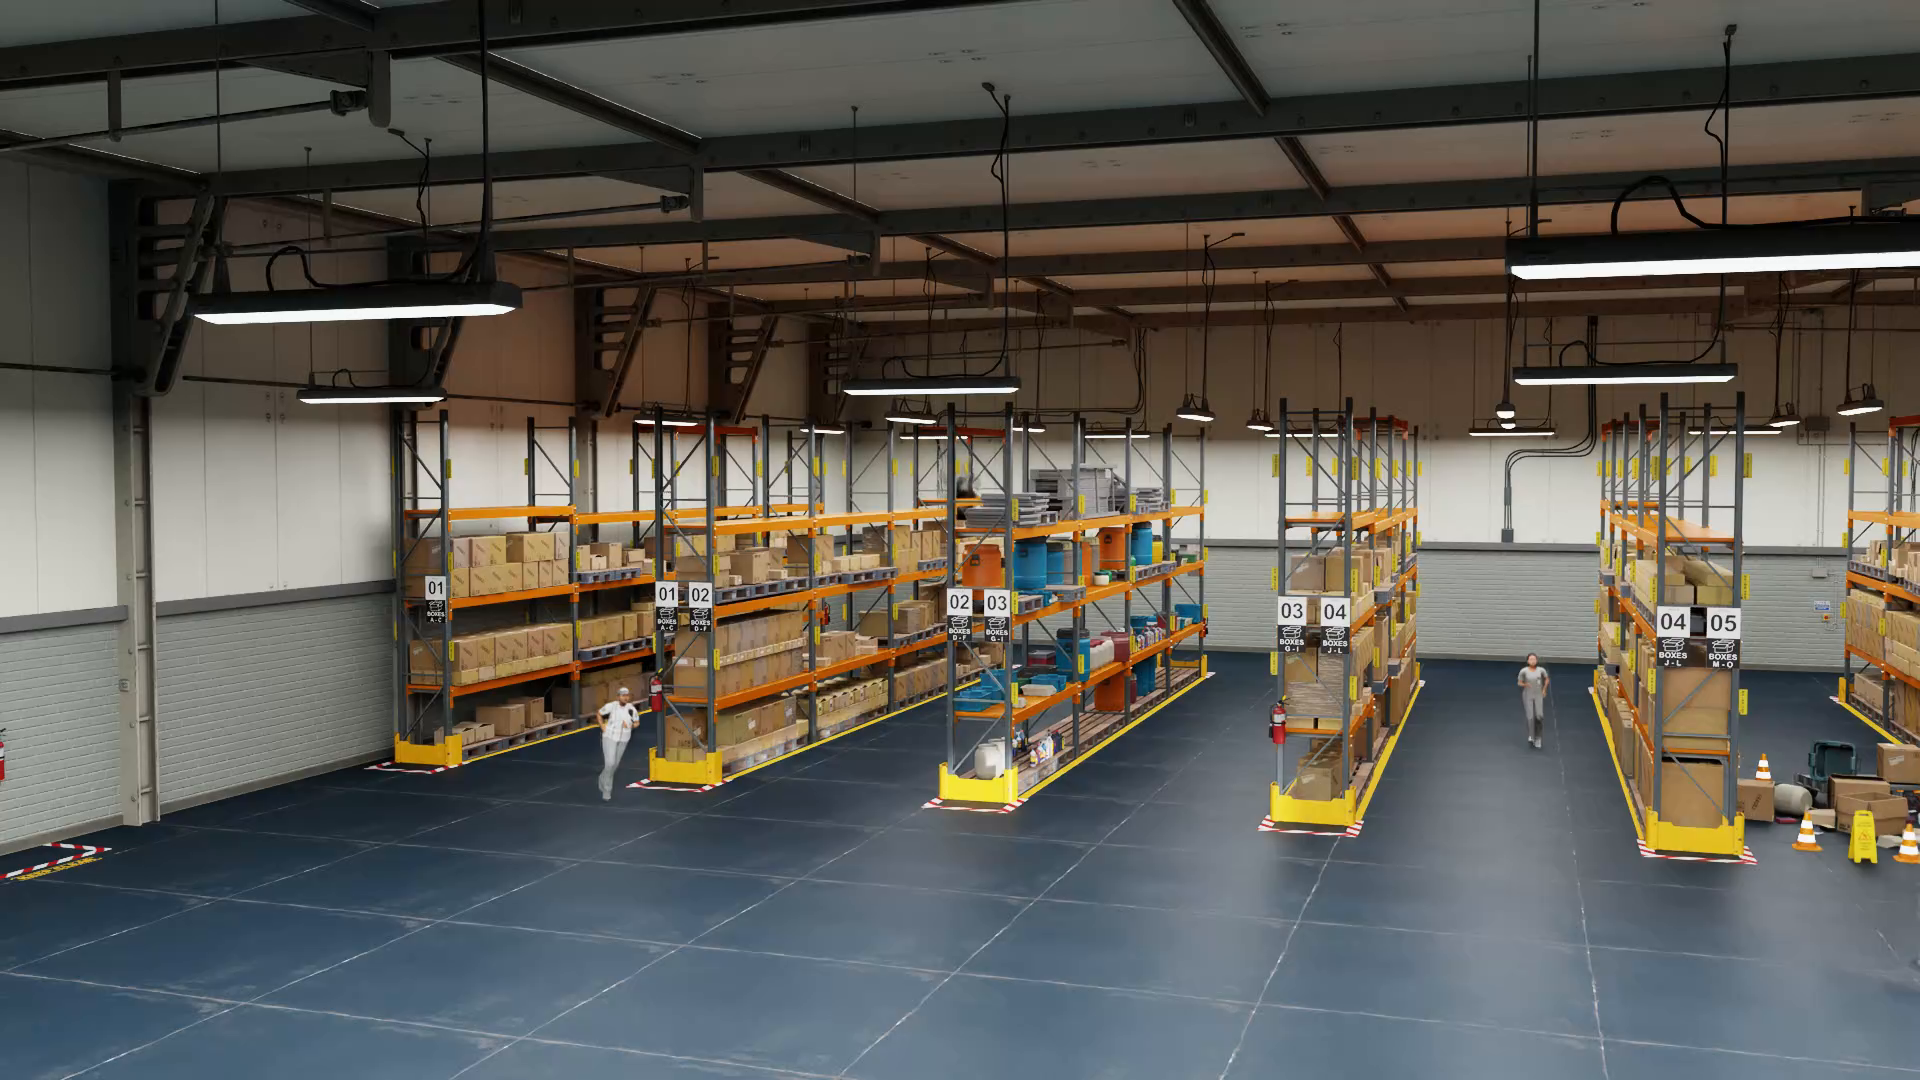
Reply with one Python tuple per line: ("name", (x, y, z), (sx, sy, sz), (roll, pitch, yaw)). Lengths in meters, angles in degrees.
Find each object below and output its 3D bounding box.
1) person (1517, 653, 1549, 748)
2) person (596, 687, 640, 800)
("person", (10.336, 2.889, 29.994), (0.542, 1.710, 0.731), (1, 3, 17))
("person", (-5.285, 3.109, 25.560), (0.660, 1.711, 0.759), (-2, 3, -33))
